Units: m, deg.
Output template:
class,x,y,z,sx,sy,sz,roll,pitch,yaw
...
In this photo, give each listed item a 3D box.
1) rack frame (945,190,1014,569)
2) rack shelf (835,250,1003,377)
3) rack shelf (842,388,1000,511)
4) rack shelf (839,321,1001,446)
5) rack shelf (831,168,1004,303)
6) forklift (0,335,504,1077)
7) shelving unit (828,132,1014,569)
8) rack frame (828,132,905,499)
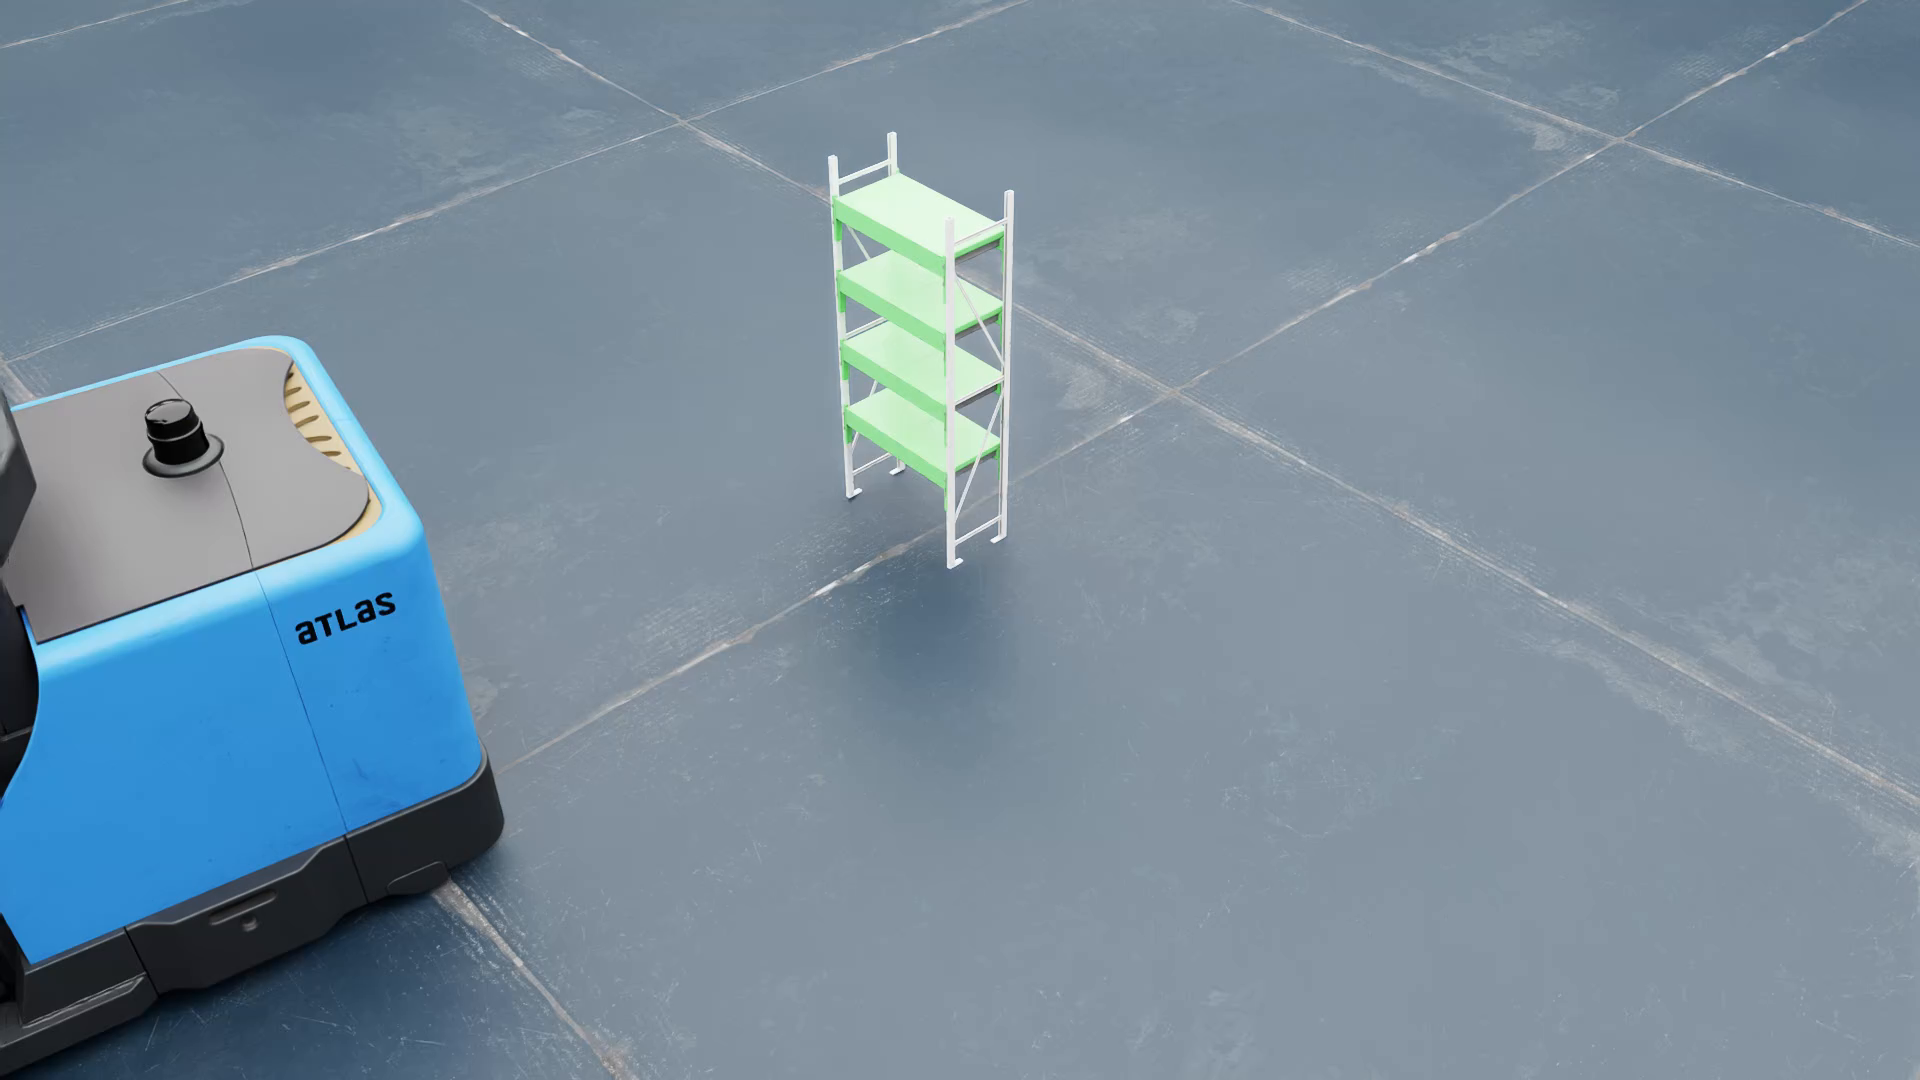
class,x,y,z,sx,sy,sz,roll,pitch,yaw
rack frame,0.053,-0.430,4.828,0.240,1.200,0.015,-30,48,-32
rack shelf,-0.112,-0.680,4.857,0.258,0.148,0.480,-30,48,-32
rack shelf,-0.112,-0.307,5.159,0.258,0.148,0.480,-30,48,-32
rack shelf,-0.112,-0.494,5.008,0.258,0.148,0.480,-30,48,-32
rack shelf,-0.112,-0.867,4.706,0.258,0.148,0.480,-30,48,-32
forklift,-2.676,-0.090,3.028,3.031,2.935,1.130,-22,44,-25
shelving unit,-0.112,-0.543,4.968,0.258,1.200,0.503,-30,48,-32
rack frame,-0.277,-0.656,5.108,0.240,1.200,0.015,-30,48,-32
